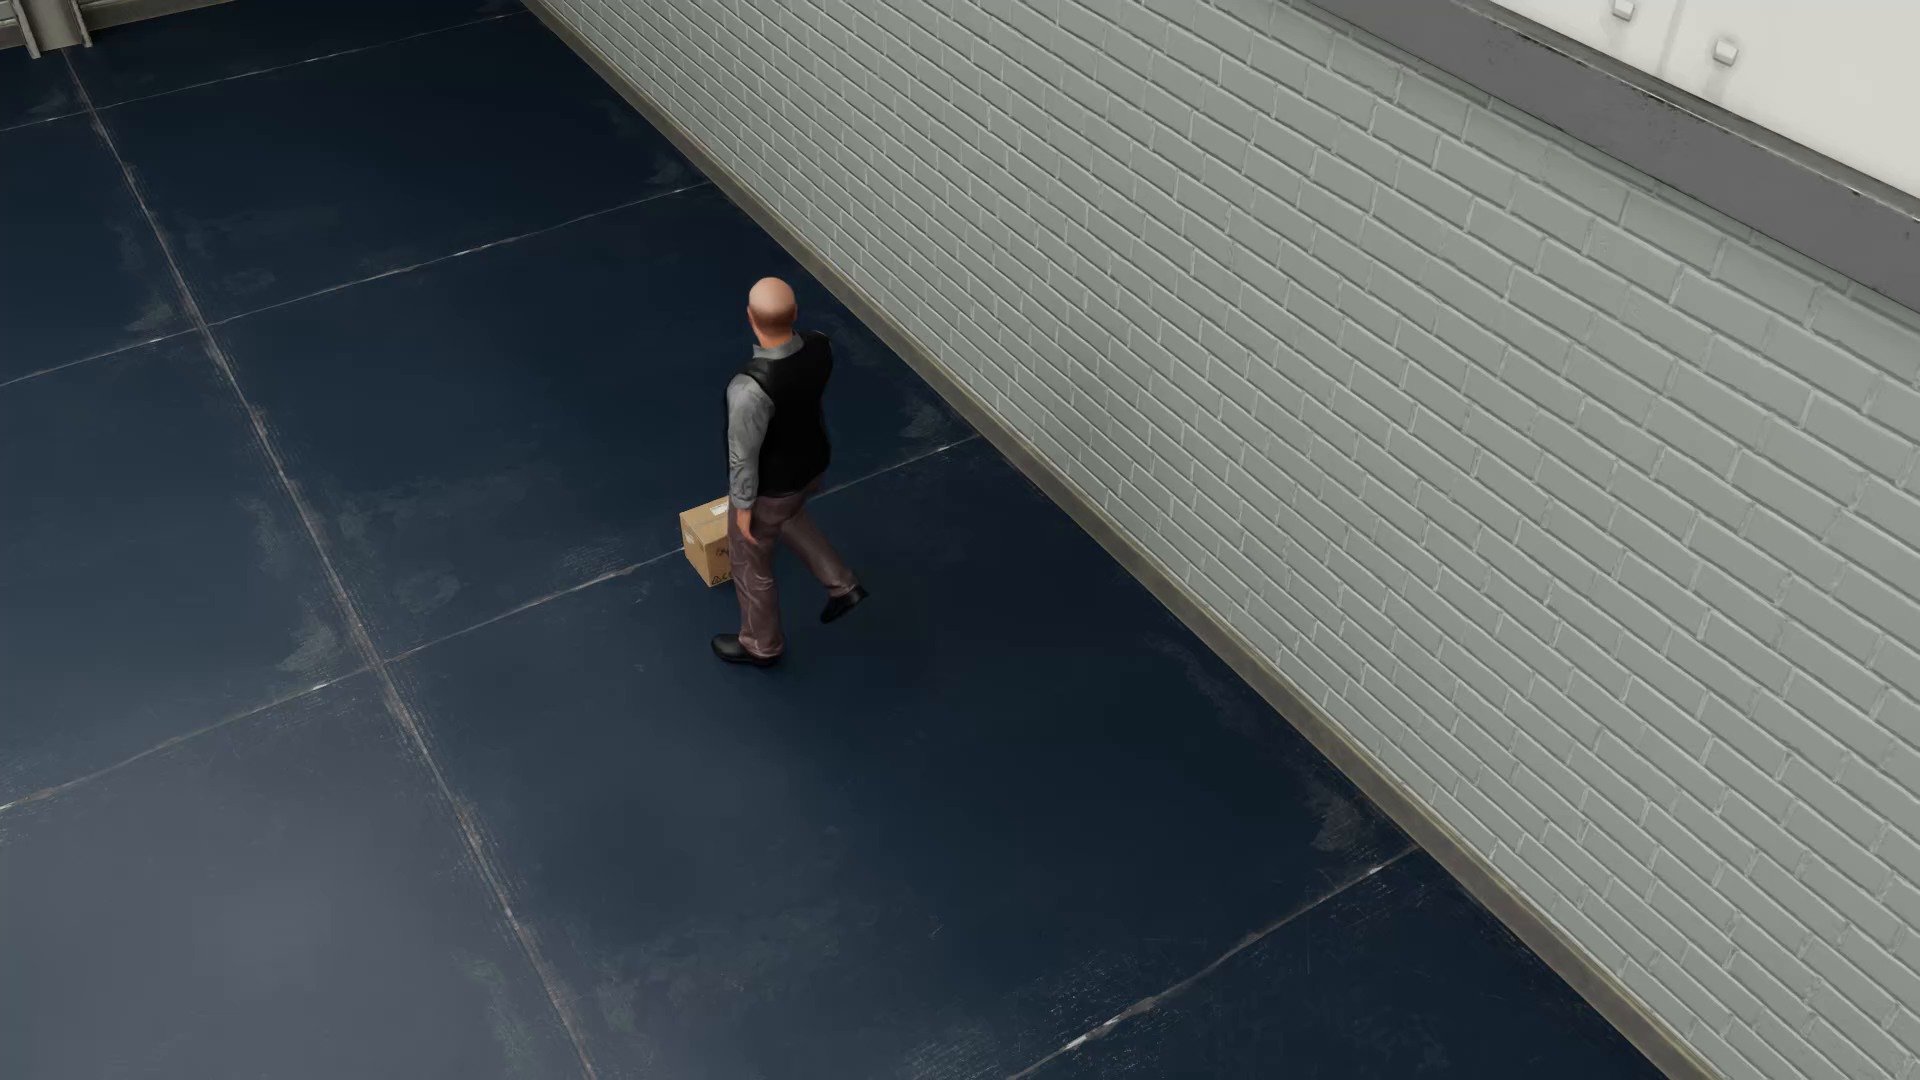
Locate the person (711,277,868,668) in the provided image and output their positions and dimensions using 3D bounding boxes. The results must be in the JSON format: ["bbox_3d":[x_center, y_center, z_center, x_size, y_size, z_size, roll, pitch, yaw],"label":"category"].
[{"bbox_3d":[-0.689,-0.239,6.446,0.547,1.707,0.569,21,45,23],"label":"person"}]
